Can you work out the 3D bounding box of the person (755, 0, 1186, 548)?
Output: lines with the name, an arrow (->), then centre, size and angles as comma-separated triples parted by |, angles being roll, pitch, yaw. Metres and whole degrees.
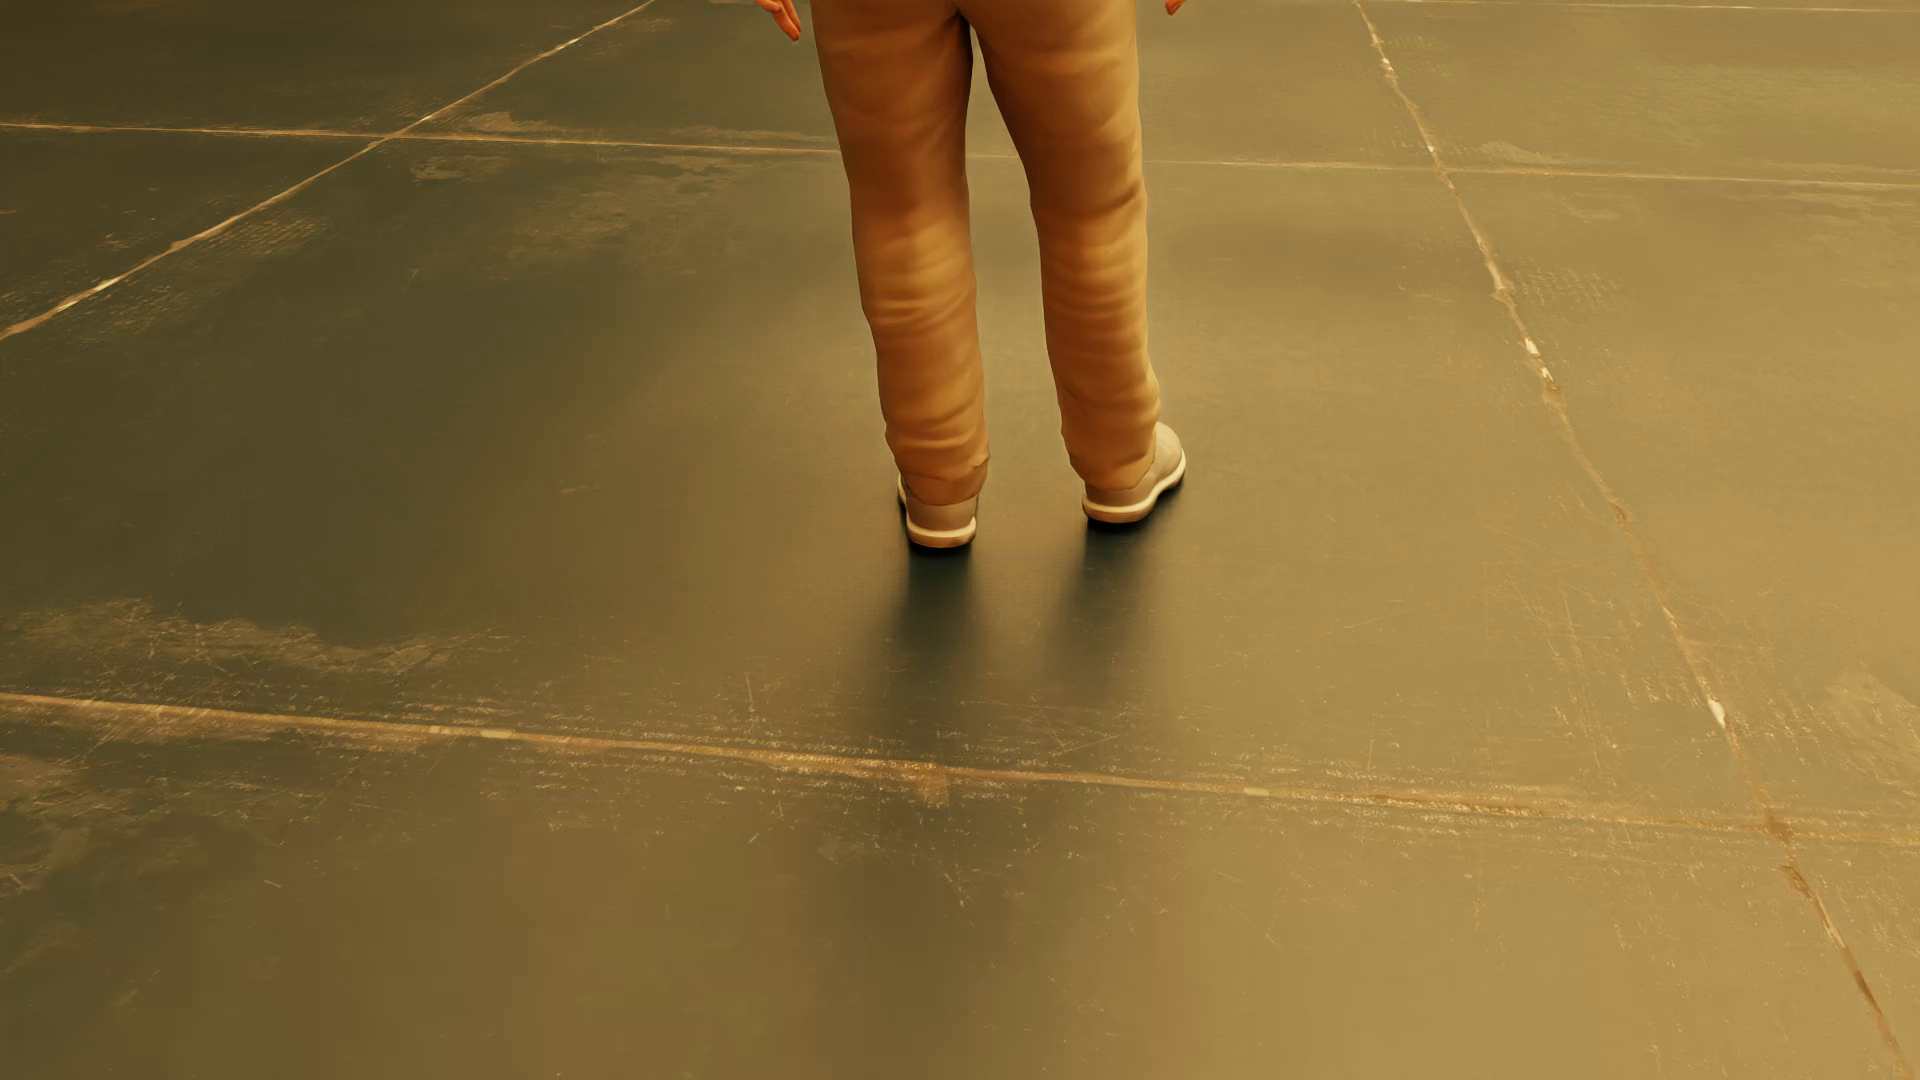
person -> 0.024, -0.820, 2.189 | 0.641, 1.728, 0.550 | 3, 27, 7
